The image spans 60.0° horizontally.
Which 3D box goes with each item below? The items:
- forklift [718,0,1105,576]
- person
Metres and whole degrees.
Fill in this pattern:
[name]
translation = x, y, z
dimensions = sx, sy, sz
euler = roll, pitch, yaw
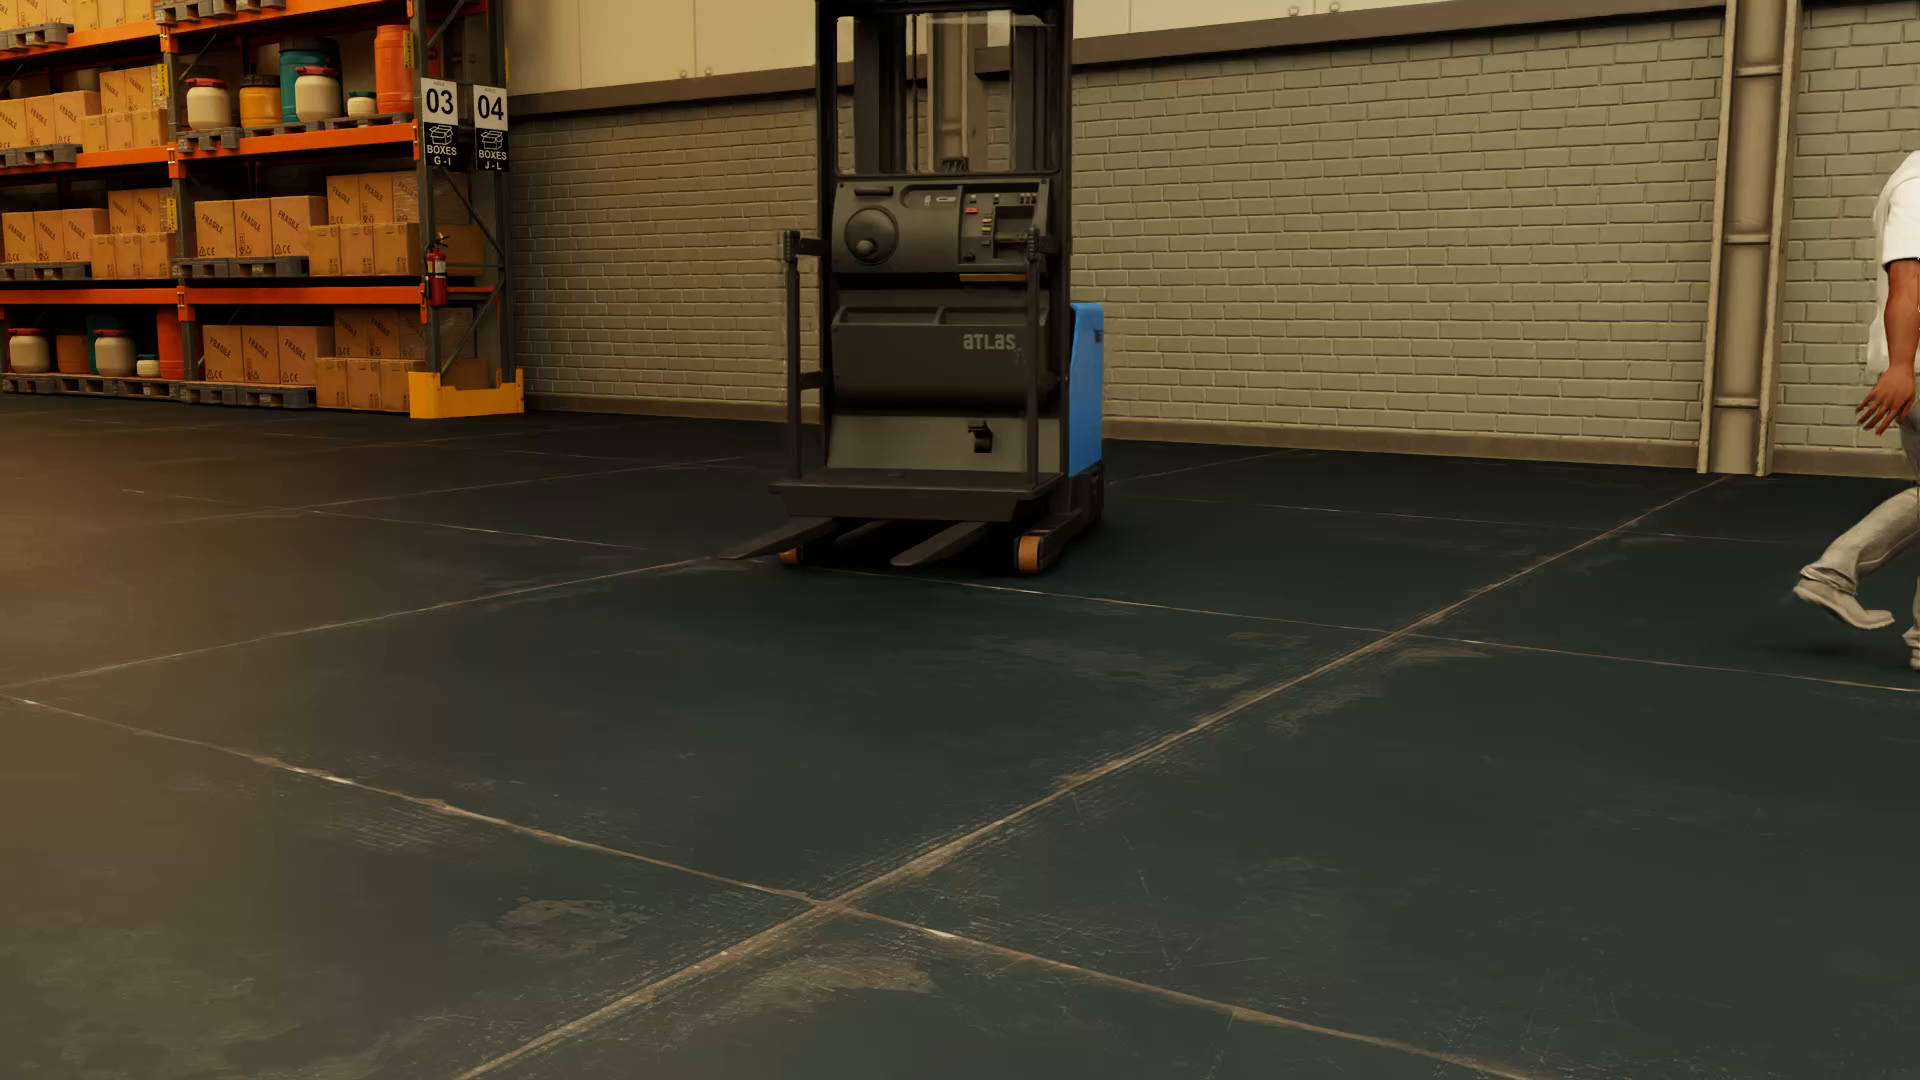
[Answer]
[forklift]
translation = -0.133, -1.366, 6.802
dimensions = 1.130, 2.935, 3.031
euler = 2, 8, 14
[person]
translation = 2.850, -0.493, 4.867
dimensions = 0.638, 1.747, 0.867
euler = 3, 9, 20
